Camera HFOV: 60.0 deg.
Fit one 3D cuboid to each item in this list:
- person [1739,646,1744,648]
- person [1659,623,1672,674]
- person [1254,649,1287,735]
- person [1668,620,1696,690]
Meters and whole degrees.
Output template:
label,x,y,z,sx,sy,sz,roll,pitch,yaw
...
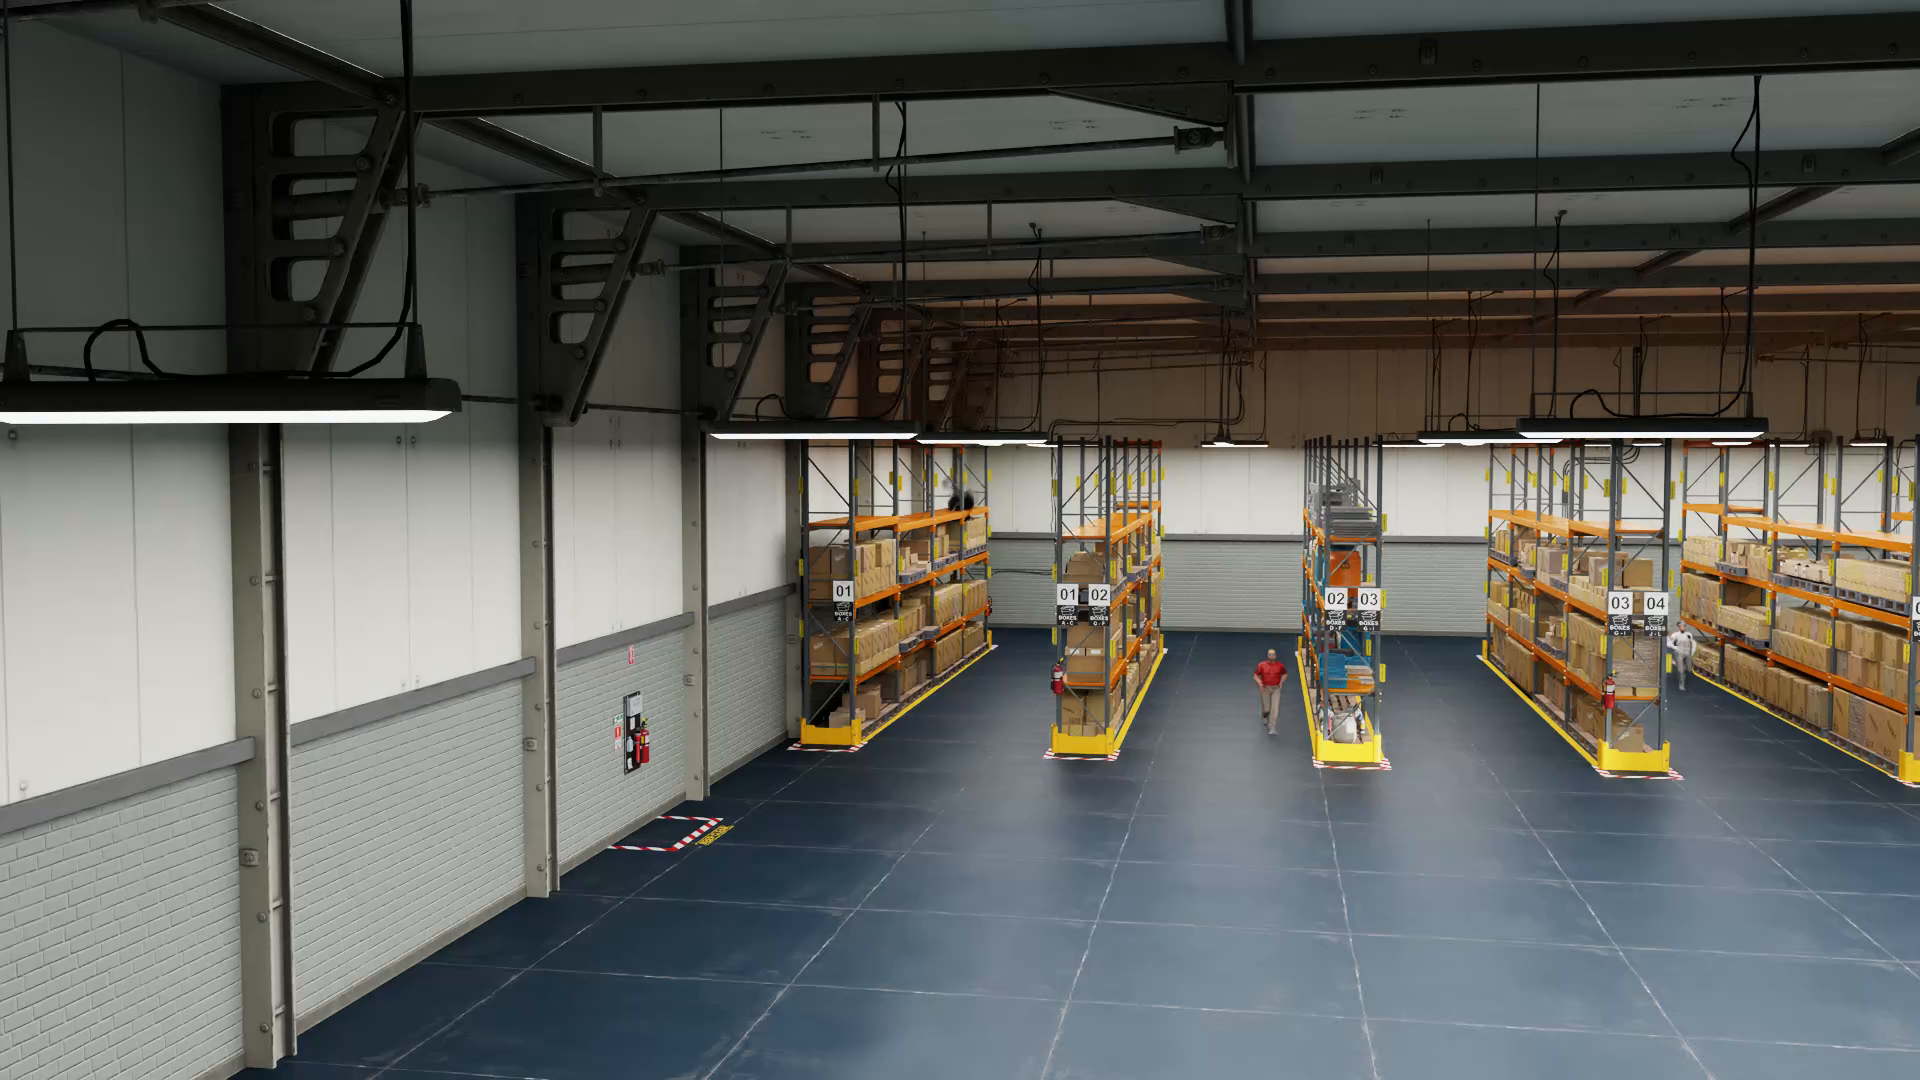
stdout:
label,x,y,z,sx,sy,sz,roll,pitch,yaw
person,21.622,2.388,45.466,0.944,1.779,0.706,1,3,16
person,17.436,2.609,41.561,0.671,1.749,0.638,1,3,15
person,6.292,3.051,33.644,0.680,1.688,0.783,0,3,3
person,17.290,2.748,39.783,0.674,1.659,0.516,0,3,5
